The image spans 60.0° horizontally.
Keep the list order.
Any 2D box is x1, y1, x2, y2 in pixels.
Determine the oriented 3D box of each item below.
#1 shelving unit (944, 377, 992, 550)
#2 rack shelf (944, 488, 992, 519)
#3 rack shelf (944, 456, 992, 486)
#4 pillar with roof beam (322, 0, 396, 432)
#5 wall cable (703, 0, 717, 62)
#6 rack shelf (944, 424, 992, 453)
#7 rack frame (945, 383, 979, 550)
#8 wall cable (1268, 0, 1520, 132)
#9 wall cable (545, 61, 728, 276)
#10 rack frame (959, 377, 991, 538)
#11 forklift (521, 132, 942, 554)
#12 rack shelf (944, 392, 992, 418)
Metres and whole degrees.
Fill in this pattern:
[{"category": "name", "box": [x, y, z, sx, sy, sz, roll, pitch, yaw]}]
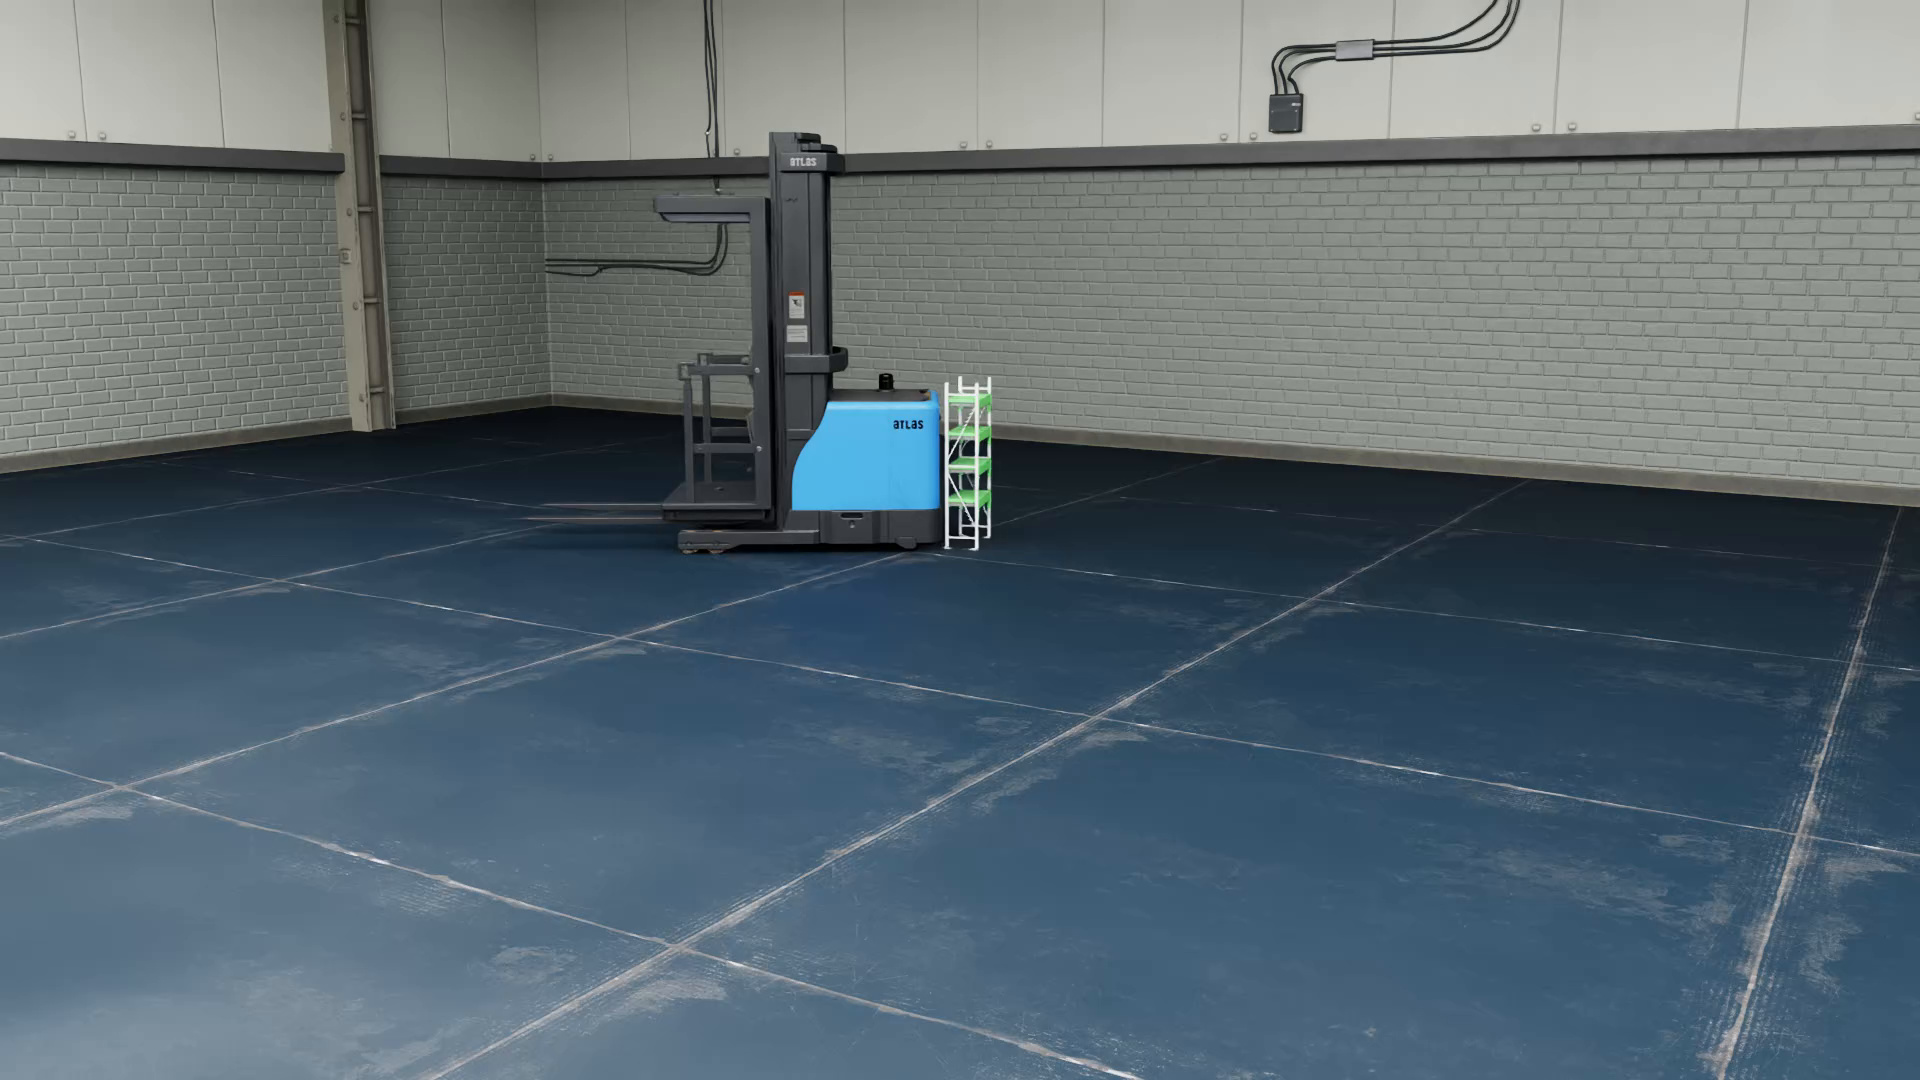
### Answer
[{"category": "shelving unit", "box": [0.062, -0.568, 12.141, 0.258, 1.200, 0.503, 2, 11, 11]}, {"category": "rack shelf", "box": [0.062, -0.269, 12.197, 0.258, 0.148, 0.480, 2, 11, 11]}, {"category": "rack shelf", "box": [0.062, -0.505, 12.153, 0.258, 0.148, 0.480, 2, 11, 11]}, {"category": "pillar with roof beam", "box": [-3.093, -5.292, 16.184, 9.100, 9.000, 0.400, 6, 12, 31]}, {"category": "wall cable", "box": [-1.801, -6.738, 18.621, 3.097, 2.526, 0.112, 6, 12, 31]}, {"category": "rack shelf", "box": [0.062, -0.741, 12.109, 0.258, 0.148, 0.480, 2, 11, 11]}, {"category": "rack frame", "box": [0.013, -0.524, 11.906, 0.240, 1.200, 0.015, 2, 11, 11]}, {"category": "wall cable", "box": [3.993, -6.803, 15.010, 2.305, 6.003, 0.169, 6, 12, 31]}, {"category": "wall cable", "box": [-4.113, -4.514, 20.466, 3.097, 2.526, 0.112, 6, 12, 31]}, {"category": "rack frame", "box": [0.110, -0.612, 12.376, 0.240, 1.200, 0.015, 2, 11, 11]}, {"category": "forklift", "box": [-1.656, -1.440, 12.096, 3.031, 2.935, 1.130, 0, 11, -1]}, {"category": "rack shelf", "box": [0.062, -0.977, 12.064, 0.258, 0.148, 0.480, 2, 11, 11]}]
